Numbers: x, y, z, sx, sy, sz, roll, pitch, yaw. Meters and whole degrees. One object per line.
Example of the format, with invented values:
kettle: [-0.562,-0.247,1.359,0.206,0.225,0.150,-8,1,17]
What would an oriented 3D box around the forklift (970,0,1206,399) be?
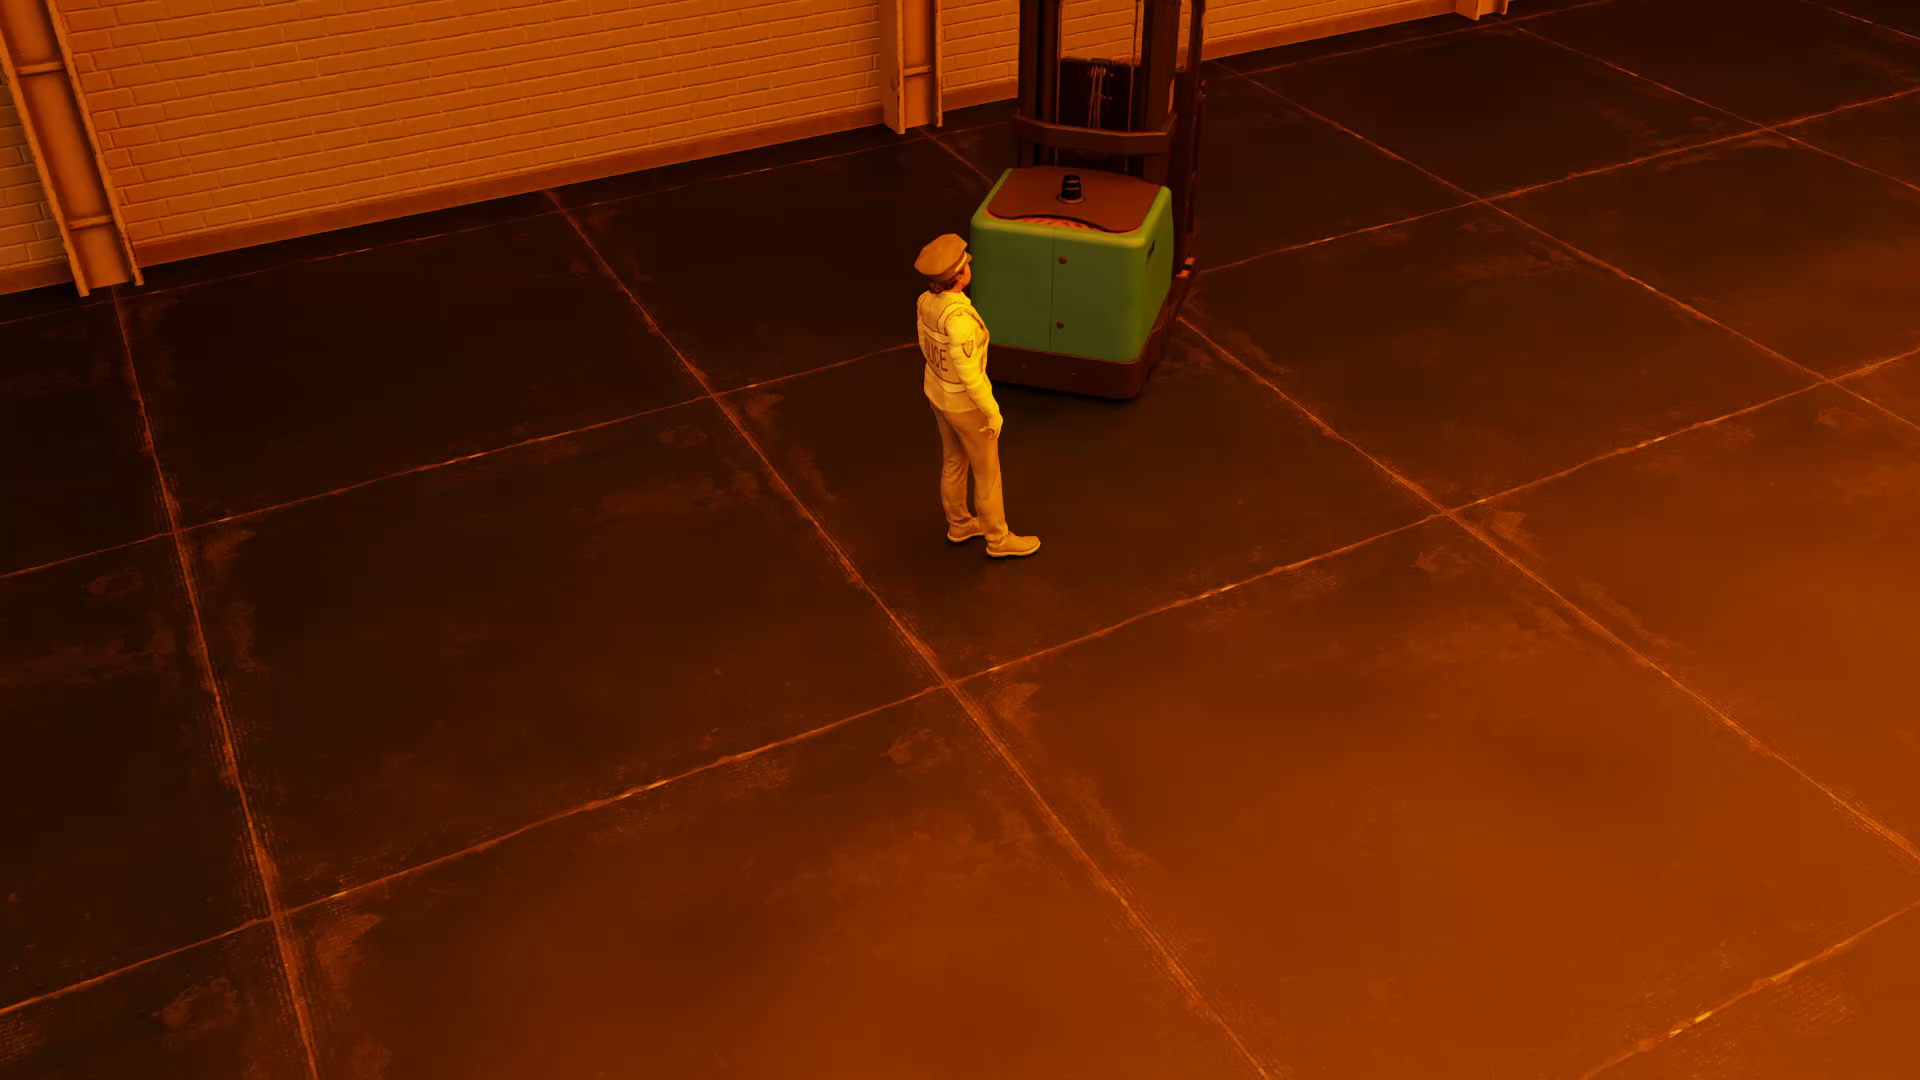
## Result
forklift: [0.959,-2.866,10.177,1.130,2.935,3.031,10,36,14]

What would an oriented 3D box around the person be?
person: [0.064,-0.713,8.190,0.532,1.694,0.586,-17,39,-23]
